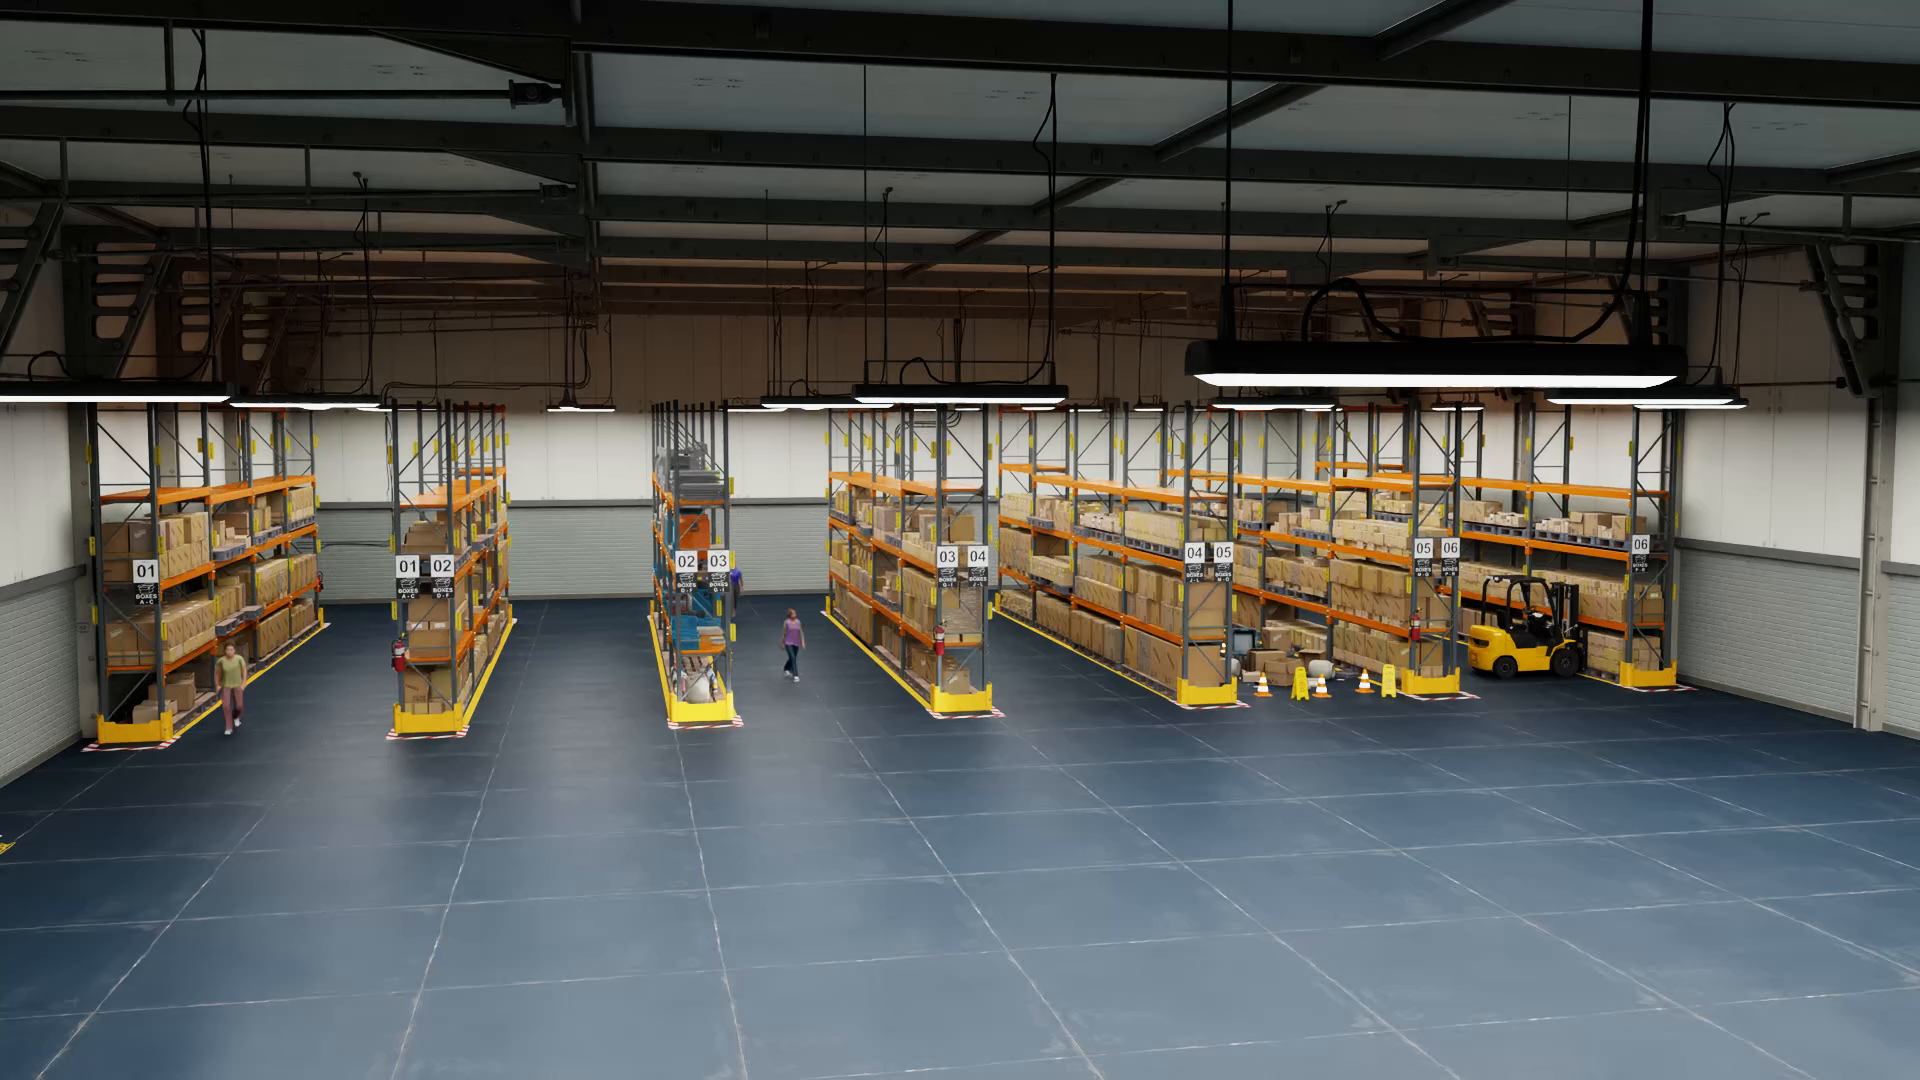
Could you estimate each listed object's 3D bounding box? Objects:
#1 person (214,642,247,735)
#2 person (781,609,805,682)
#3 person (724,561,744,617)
[{"bbox_3d":[-13.163,2.646,30.013,0.535,1.653,0.640,-2,5,-24],"label":"person"},{"bbox_3d":[-3.598,2.287,35.827,0.441,1.435,1.006,-3,5,-31],"label":"person"},{"bbox_3d":[-6.406,1.353,47.131,0.488,1.588,1.058,-2,5,-22],"label":"person"}]
